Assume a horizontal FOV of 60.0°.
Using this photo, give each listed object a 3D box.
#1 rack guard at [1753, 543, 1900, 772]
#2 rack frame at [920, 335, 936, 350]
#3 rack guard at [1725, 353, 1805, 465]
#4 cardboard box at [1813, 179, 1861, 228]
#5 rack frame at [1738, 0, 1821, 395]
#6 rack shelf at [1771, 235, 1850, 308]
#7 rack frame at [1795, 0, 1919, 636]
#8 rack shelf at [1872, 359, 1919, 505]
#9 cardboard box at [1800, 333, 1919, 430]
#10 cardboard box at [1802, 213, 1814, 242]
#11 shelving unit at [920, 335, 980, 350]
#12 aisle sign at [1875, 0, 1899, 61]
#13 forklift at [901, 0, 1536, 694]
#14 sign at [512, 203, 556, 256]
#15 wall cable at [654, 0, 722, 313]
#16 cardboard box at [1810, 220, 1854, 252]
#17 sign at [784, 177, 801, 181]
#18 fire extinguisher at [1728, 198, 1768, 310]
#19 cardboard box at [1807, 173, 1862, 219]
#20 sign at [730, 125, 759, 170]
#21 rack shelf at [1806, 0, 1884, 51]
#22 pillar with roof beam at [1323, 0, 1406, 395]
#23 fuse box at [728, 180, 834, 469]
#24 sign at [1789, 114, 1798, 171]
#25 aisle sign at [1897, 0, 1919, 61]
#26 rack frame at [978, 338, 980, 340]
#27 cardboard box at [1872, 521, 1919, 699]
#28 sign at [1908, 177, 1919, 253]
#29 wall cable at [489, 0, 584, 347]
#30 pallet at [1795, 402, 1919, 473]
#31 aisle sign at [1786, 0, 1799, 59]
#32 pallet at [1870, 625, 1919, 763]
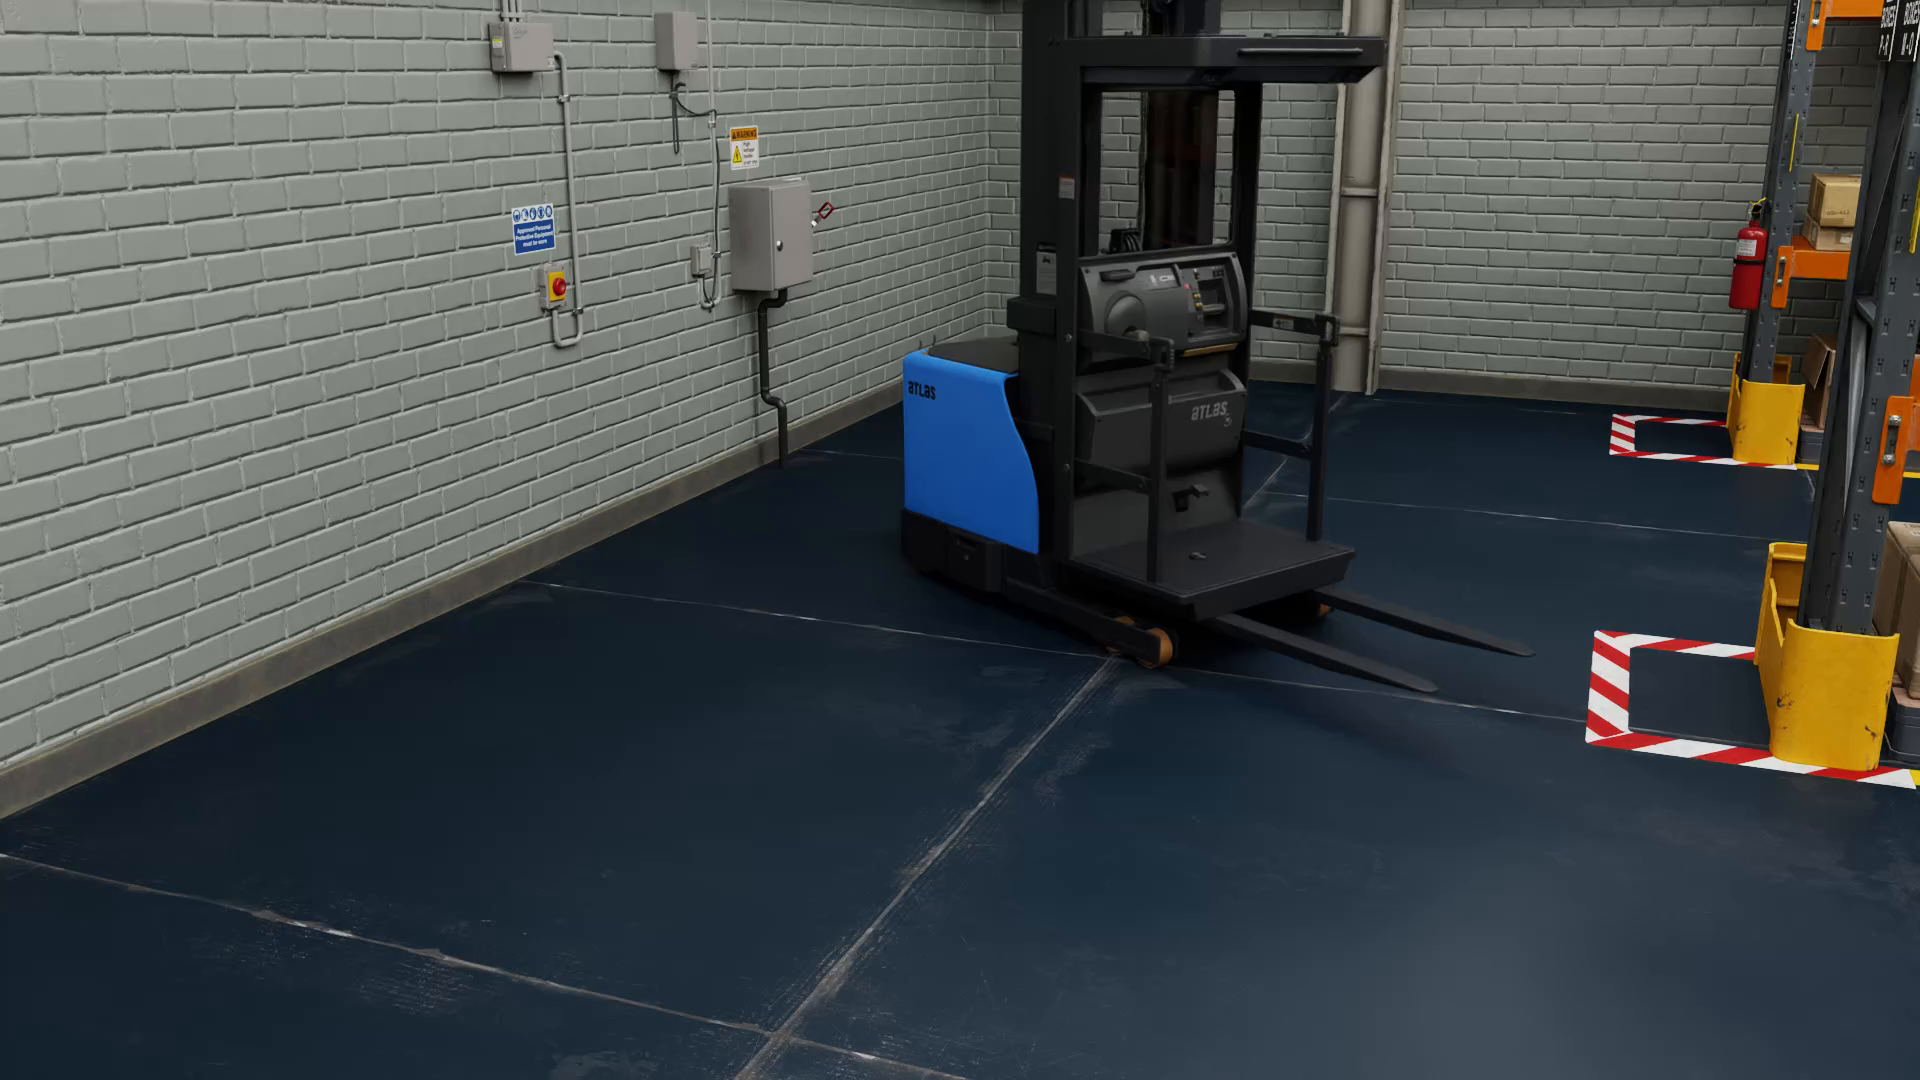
[{"bbox_3d":[3.283,0.414,6.350,0.348,0.500,1.175,6,17,21],"label":"rack guard"},{"bbox_3d":[-0.163,-0.522,8.589,0.008,1.050,0.200,6,17,21],"label":"rack frame"},{"bbox_3d":[5.194,-0.863,10.751,0.348,0.500,1.175,6,17,21],"label":"rack guard"},{"bbox_3d":[5.446,-2.026,10.008,0.500,0.250,0.500,6,17,21],"label":"cardboard box"},{"bbox_3d":[5.123,-2.072,10.429,0.127,3.000,1.000,6,17,21],"label":"rack frame"},{"bbox_3d":[6.983,-1.521,9.825,4.000,0.370,1.077,6,17,21],"label":"rack shelf"},{"bbox_3d":[3.305,-0.784,5.993,0.127,3.000,1.000,6,17,21],"label":"rack frame"},{"bbox_3d":[5.166,-0.234,5.389,4.000,0.370,1.077,6,17,21],"label":"rack shelf"},{"bbox_3d":[5.657,-0.987,10.418,0.637,0.503,0.797,6,17,18],"label":"cardboard box"},{"bbox_3d":[5.530,-1.987,10.587,0.250,0.149,0.380,6,17,20],"label":"cardboard box"},{"bbox_3d":[-0.050,-0.510,8.546,0.252,1.050,0.215,6,17,21],"label":"shelving unit"},{"bbox_3d":[3.352,-2.120,5.933,0.004,0.787,0.394,6,17,21],"label":"aisle sign"},{"bbox_3d":[1.017,-1.034,6.979,1.130,2.935,3.031,-12,20,-36],"label":"forklift"},{"bbox_3d":[-2.024,-1.478,7.900,0.001,0.218,0.327,6,17,21],"label":"sign"},{"bbox_3d":[-1.439,-2.211,9.089,0.122,1.984,0.588,6,17,21],"label":"wall cable"},{"bbox_3d":[5.328,-1.846,10.103,0.250,0.149,0.380,6,17,20],"label":"cardboard box"},{"bbox_3d":[-1.054,-1.988,10.312,0.001,0.494,0.329,6,17,21],"label":"sign"},{"bbox_3d":[4.816,-1.750,10.131,0.183,0.674,0.296,6,17,21],"label":"fire extinguisher"},{"bbox_3d":[5.648,-2.164,10.483,0.500,0.250,0.500,7,18,22],"label":"cardboard box"},{"bbox_3d":[-1.255,-2.288,9.693,0.001,0.242,0.339,6,17,21],"label":"sign"},{"bbox_3d":[6.983,-2.962,9.406,4.000,0.370,1.077,6,17,21],"label":"rack shelf"},{"bbox_3d":[1.366,-4.346,7.502,0.400,9.000,9.100,6,17,21],"label":"pillar with roof beam"},{"bbox_3d":[-1.042,-1.266,9.964,0.414,1.711,0.539,6,17,21],"label":"fuse box"},{"bbox_3d":[4.924,-2.347,9.824,0.005,0.325,0.100,6,17,21],"label":"sign"},{"bbox_3d":[3.132,-1.964,5.397,0.004,0.787,0.394,6,17,21],"label":"aisle sign"},{"bbox_3d":[0.064,-0.497,8.503,0.008,1.050,0.200,6,17,21],"label":"rack frame"},{"bbox_3d":[3.956,0.287,6.149,0.875,0.438,0.875,6,17,19],"label":"cardboard box"},{"bbox_3d":[3.096,-1.094,5.368,0.005,0.325,0.100,6,17,21],"label":"sign"},{"bbox_3d":[-1.949,-1.858,7.813,0.123,1.953,0.585,6,17,21],"label":"wall cable"},{"bbox_3d":[5.936,-0.643,10.511,1.213,0.211,1.003,6,17,21],"label":"pallet"},{"bbox_3d":[4.952,-3.251,9.828,0.004,0.787,0.394,6,17,21],"label":"aisle sign"},{"bbox_3d":[4.078,0.617,6.170,1.213,0.211,1.003,6,17,21],"label":"pallet"}]
